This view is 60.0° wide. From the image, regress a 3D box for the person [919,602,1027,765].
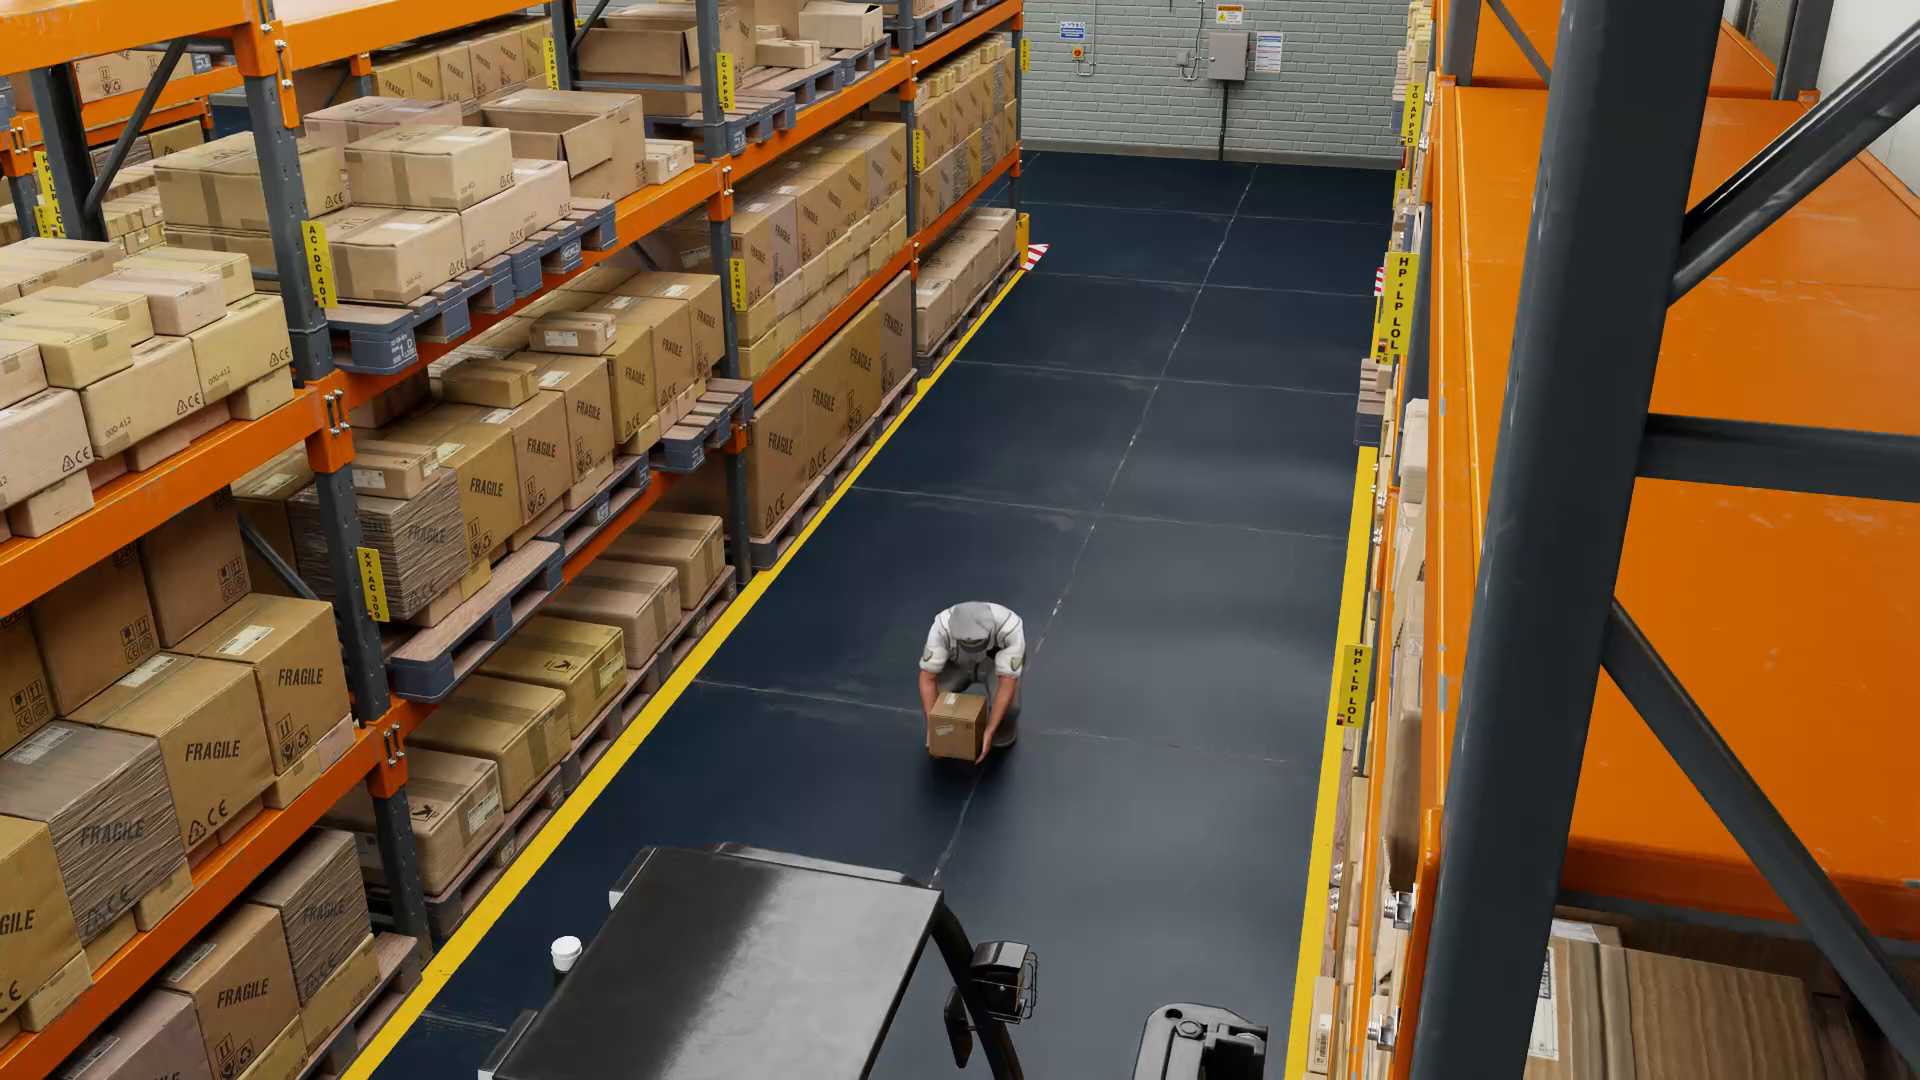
[{"bbox_3d":[0.091,0.680,9.041,0.561,1.009,0.903,6,26,13],"label":"person"}]
